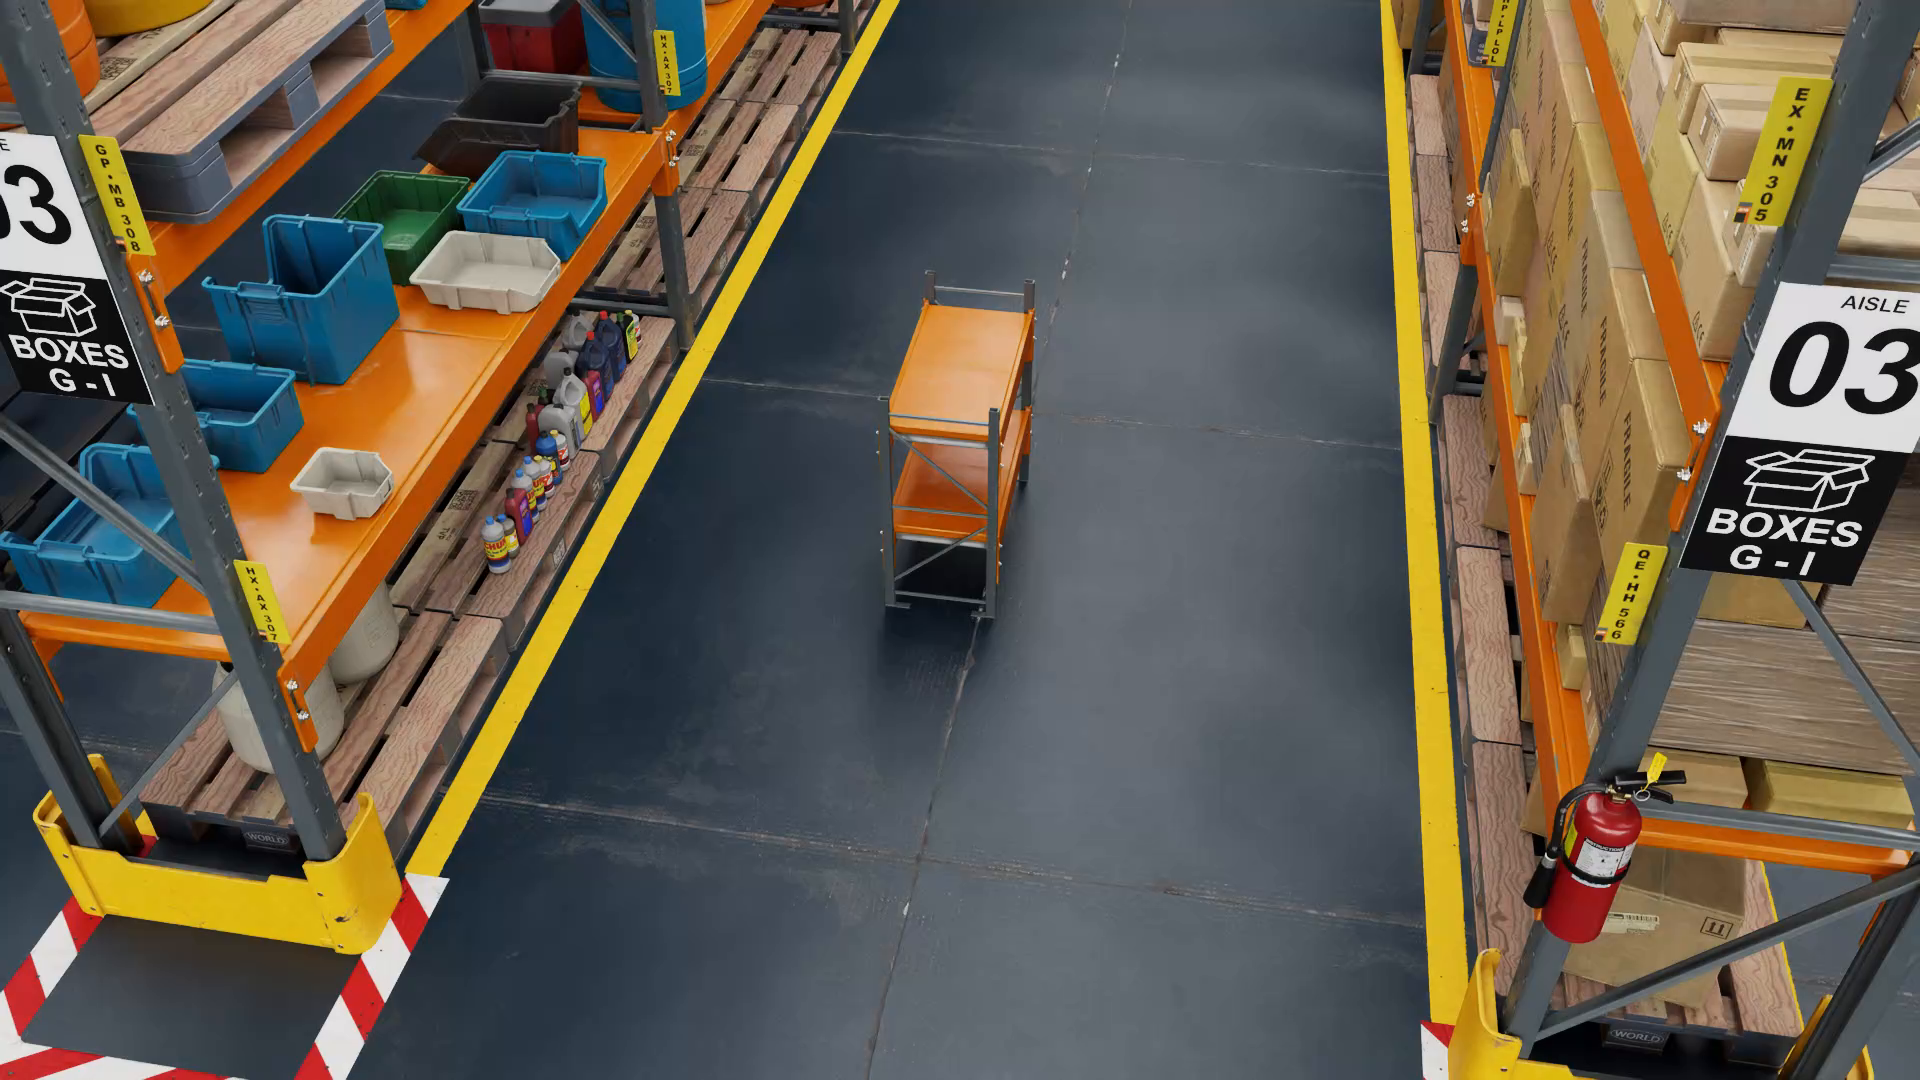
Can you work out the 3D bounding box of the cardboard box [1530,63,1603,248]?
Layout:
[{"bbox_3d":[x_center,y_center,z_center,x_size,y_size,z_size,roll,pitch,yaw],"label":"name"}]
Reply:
[{"bbox_3d":[2.415,-1.387,6.074,0.500,0.500,0.500,6,40,8],"label":"cardboard box"}]

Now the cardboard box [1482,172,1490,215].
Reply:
[{"bbox_3d":[2.582,-1.532,7.543,0.380,0.149,0.250,6,40,8],"label":"cardboard box"}]

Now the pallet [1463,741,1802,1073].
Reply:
[{"bbox_3d":[2.411,1.301,6.108,1.003,0.211,1.213,6,40,8],"label":"pallet"}]

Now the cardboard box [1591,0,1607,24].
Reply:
[{"bbox_3d":[2.402,-1.931,5.592,0.500,0.250,0.500,5,40,6],"label":"cardboard box"}]

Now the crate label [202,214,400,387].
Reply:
[{"bbox_3d":[-2.603,-0.965,6.632,0.502,0.435,0.616,6,40,8],"label":"crate label"}]

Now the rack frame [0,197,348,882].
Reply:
[{"bbox_3d":[-2.655,0.234,5.210,1.000,3.000,0.127,6,40,8],"label":"rack frame"}]

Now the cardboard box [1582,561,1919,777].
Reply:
[{"bbox_3d":[2.345,0.285,4.837,0.875,0.500,0.500,6,40,8],"label":"cardboard box"}]

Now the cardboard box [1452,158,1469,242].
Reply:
[{"bbox_3d":[3.240,-1.968,9.489,0.700,0.500,0.500,3,40,4],"label":"cardboard box"}]

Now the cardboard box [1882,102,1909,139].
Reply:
[{"bbox_3d":[2.644,-0.916,4.365,0.500,0.250,0.500,6,40,7],"label":"cardboard box"}]

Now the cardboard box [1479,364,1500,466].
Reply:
[{"bbox_3d":[2.806,-0.682,7.950,0.500,0.500,0.500,5,40,6],"label":"cardboard box"}]

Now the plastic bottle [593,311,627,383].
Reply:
[{"bbox_3d":[-1.791,-0.989,8.423,0.144,0.351,0.185,5,40,6],"label":"plastic bottle"}]

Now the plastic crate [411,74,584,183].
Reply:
[{"bbox_3d":[-2.179,-1.938,7.886,0.767,0.338,0.504,6,40,8],"label":"plastic crate"}]

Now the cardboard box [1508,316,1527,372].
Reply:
[{"bbox_3d":[2.390,-0.745,6.590,0.380,0.149,0.250,6,40,8],"label":"cardboard box"}]

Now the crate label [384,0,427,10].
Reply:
[{"bbox_3d":[-2.006,-2.003,5.678,0.502,0.251,0.408,6,40,8],"label":"crate label"}]

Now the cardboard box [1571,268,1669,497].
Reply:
[{"bbox_3d":[2.156,-0.445,4.935,0.500,0.500,0.500,6,40,8],"label":"cardboard box"}]

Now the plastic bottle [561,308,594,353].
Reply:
[{"bbox_3d":[-1.933,-1.005,8.442,0.144,0.351,0.185,6,40,8],"label":"plastic bottle"}]

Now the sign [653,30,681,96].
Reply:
[{"bbox_3d":[-1.423,-2.316,8.076,0.100,0.325,0.005,6,40,8],"label":"sign"}]

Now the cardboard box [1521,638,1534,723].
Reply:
[{"bbox_3d":[2.544,0.422,6.615,0.500,0.500,0.500,10,41,12],"label":"cardboard box"}]

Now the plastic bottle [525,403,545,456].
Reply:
[{"bbox_3d":[-2.017,-0.550,7.944,0.061,0.283,0.133,6,40,8],"label":"plastic bottle"}]

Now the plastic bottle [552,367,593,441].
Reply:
[{"bbox_3d":[-1.880,-0.666,8.032,0.144,0.351,0.185,6,40,7],"label":"plastic bottle"}]

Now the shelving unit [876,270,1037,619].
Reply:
[{"bbox_3d":[0.001,-0.438,7.494,0.538,1.125,1.048,6,40,8],"label":"shelving unit"}]

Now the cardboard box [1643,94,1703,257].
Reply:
[{"bbox_3d":[2.140,-0.962,4.421,0.500,0.250,0.500,7,40,8],"label":"cardboard box"}]

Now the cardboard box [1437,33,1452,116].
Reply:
[{"bbox_3d":[3.511,-3.024,10.767,0.700,0.500,0.500,4,40,5],"label":"cardboard box"}]

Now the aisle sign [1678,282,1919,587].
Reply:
[{"bbox_3d":[1.917,-0.216,3.714,0.394,0.787,0.004,6,40,8],"label":"aisle sign"}]

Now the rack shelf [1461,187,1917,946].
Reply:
[{"bbox_3d":[2.569,-0.198,6.297,1.077,0.370,4.000,6,40,8],"label":"rack shelf"}]

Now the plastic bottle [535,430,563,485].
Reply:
[{"bbox_3d":[-1.923,-0.393,7.764,0.097,0.271,0.097,0,40,0],"label":"plastic bottle"}]

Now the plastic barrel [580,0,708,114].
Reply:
[{"bbox_3d":[-1.598,-2.679,8.339,0.600,0.901,0.708,6,40,8],"label":"plastic barrel"}]

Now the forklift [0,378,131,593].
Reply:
[{"bbox_3d":[-4.795,-0.808,6.524,1.130,2.935,3.031,8,40,9],"label":"forklift"}]

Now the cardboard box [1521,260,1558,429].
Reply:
[{"bbox_3d":[2.541,-0.664,5.984,0.875,0.500,0.500,6,40,8],"label":"cardboard box"}]

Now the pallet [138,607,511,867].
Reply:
[{"bbox_3d":[-2.543,0.746,6.778,1.003,0.211,1.213,6,40,8],"label":"pallet"}]

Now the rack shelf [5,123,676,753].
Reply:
[{"bbox_3d":[-2.309,-0.744,6.957,1.077,0.370,4.000,6,40,8],"label":"rack shelf"}]

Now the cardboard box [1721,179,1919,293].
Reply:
[{"bbox_3d":[1.964,-0.681,3.767,0.380,0.149,0.250,6,40,8],"label":"cardboard box"}]

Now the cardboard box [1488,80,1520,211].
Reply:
[{"bbox_3d":[2.776,-1.608,7.126,0.875,0.500,0.500,6,40,8],"label":"cardboard box"}]

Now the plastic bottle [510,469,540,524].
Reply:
[{"bbox_3d":[-1.975,-0.203,7.534,0.097,0.271,0.097,0,40,0],"label":"plastic bottle"}]

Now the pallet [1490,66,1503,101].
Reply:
[{"bbox_3d":[3.191,-2.120,8.207,1.003,0.211,1.213,6,40,8],"label":"pallet"}]

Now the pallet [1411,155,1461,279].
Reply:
[{"bbox_3d":[3.257,-1.912,9.994,1.003,0.211,1.213,6,40,8],"label":"pallet"}]

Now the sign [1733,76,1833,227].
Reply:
[{"bbox_3d":[1.680,-0.791,3.401,0.100,0.325,0.005,6,40,8],"label":"sign"}]

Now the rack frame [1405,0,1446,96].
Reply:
[{"bbox_3d":[3.607,-4.241,10.622,1.000,3.000,0.127,6,40,8],"label":"rack frame"}]

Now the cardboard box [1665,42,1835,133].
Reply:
[{"bbox_3d":[2.083,-1.175,4.365,0.380,0.149,0.250,7,40,8],"label":"cardboard box"}]

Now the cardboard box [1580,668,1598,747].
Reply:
[{"bbox_3d":[2.113,0.518,5.063,0.380,0.149,0.250,6,40,8],"label":"cardboard box"}]

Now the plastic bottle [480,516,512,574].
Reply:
[{"bbox_3d":[-2.035,0.012,7.274,0.097,0.271,0.097,0,40,0],"label":"plastic bottle"}]

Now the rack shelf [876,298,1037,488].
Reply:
[{"bbox_3d":[0.001,-0.663,7.307,0.538,0.278,1.000,6,40,8],"label":"rack shelf"}]

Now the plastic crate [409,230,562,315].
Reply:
[{"bbox_3d":[-1.995,-1.128,7.064,0.530,0.136,0.437,6,40,8],"label":"plastic crate"}]

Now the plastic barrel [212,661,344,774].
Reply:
[{"bbox_3d":[-2.617,0.609,6.379,0.421,0.512,0.421,0,40,0],"label":"plastic barrel"}]

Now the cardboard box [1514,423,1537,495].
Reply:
[{"bbox_3d":[2.225,-0.278,6.026,0.380,0.149,0.250,6,40,8],"label":"cardboard box"}]

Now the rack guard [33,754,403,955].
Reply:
[{"bbox_3d":[-2.689,1.144,6.070,1.175,0.500,0.348,6,40,8],"label":"rack guard"}]

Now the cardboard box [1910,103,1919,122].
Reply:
[{"bbox_3d":[2.561,-0.943,4.085,0.380,0.149,0.250,6,40,7],"label":"cardboard box"}]

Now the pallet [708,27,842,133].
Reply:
[{"bbox_3d":[-1.443,-3.230,11.588,1.003,0.211,1.213,6,40,8],"label":"pallet"}]

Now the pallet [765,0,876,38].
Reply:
[{"bbox_3d":[-1.176,-4.211,12.775,1.003,0.211,1.213,6,40,8],"label":"pallet"}]
